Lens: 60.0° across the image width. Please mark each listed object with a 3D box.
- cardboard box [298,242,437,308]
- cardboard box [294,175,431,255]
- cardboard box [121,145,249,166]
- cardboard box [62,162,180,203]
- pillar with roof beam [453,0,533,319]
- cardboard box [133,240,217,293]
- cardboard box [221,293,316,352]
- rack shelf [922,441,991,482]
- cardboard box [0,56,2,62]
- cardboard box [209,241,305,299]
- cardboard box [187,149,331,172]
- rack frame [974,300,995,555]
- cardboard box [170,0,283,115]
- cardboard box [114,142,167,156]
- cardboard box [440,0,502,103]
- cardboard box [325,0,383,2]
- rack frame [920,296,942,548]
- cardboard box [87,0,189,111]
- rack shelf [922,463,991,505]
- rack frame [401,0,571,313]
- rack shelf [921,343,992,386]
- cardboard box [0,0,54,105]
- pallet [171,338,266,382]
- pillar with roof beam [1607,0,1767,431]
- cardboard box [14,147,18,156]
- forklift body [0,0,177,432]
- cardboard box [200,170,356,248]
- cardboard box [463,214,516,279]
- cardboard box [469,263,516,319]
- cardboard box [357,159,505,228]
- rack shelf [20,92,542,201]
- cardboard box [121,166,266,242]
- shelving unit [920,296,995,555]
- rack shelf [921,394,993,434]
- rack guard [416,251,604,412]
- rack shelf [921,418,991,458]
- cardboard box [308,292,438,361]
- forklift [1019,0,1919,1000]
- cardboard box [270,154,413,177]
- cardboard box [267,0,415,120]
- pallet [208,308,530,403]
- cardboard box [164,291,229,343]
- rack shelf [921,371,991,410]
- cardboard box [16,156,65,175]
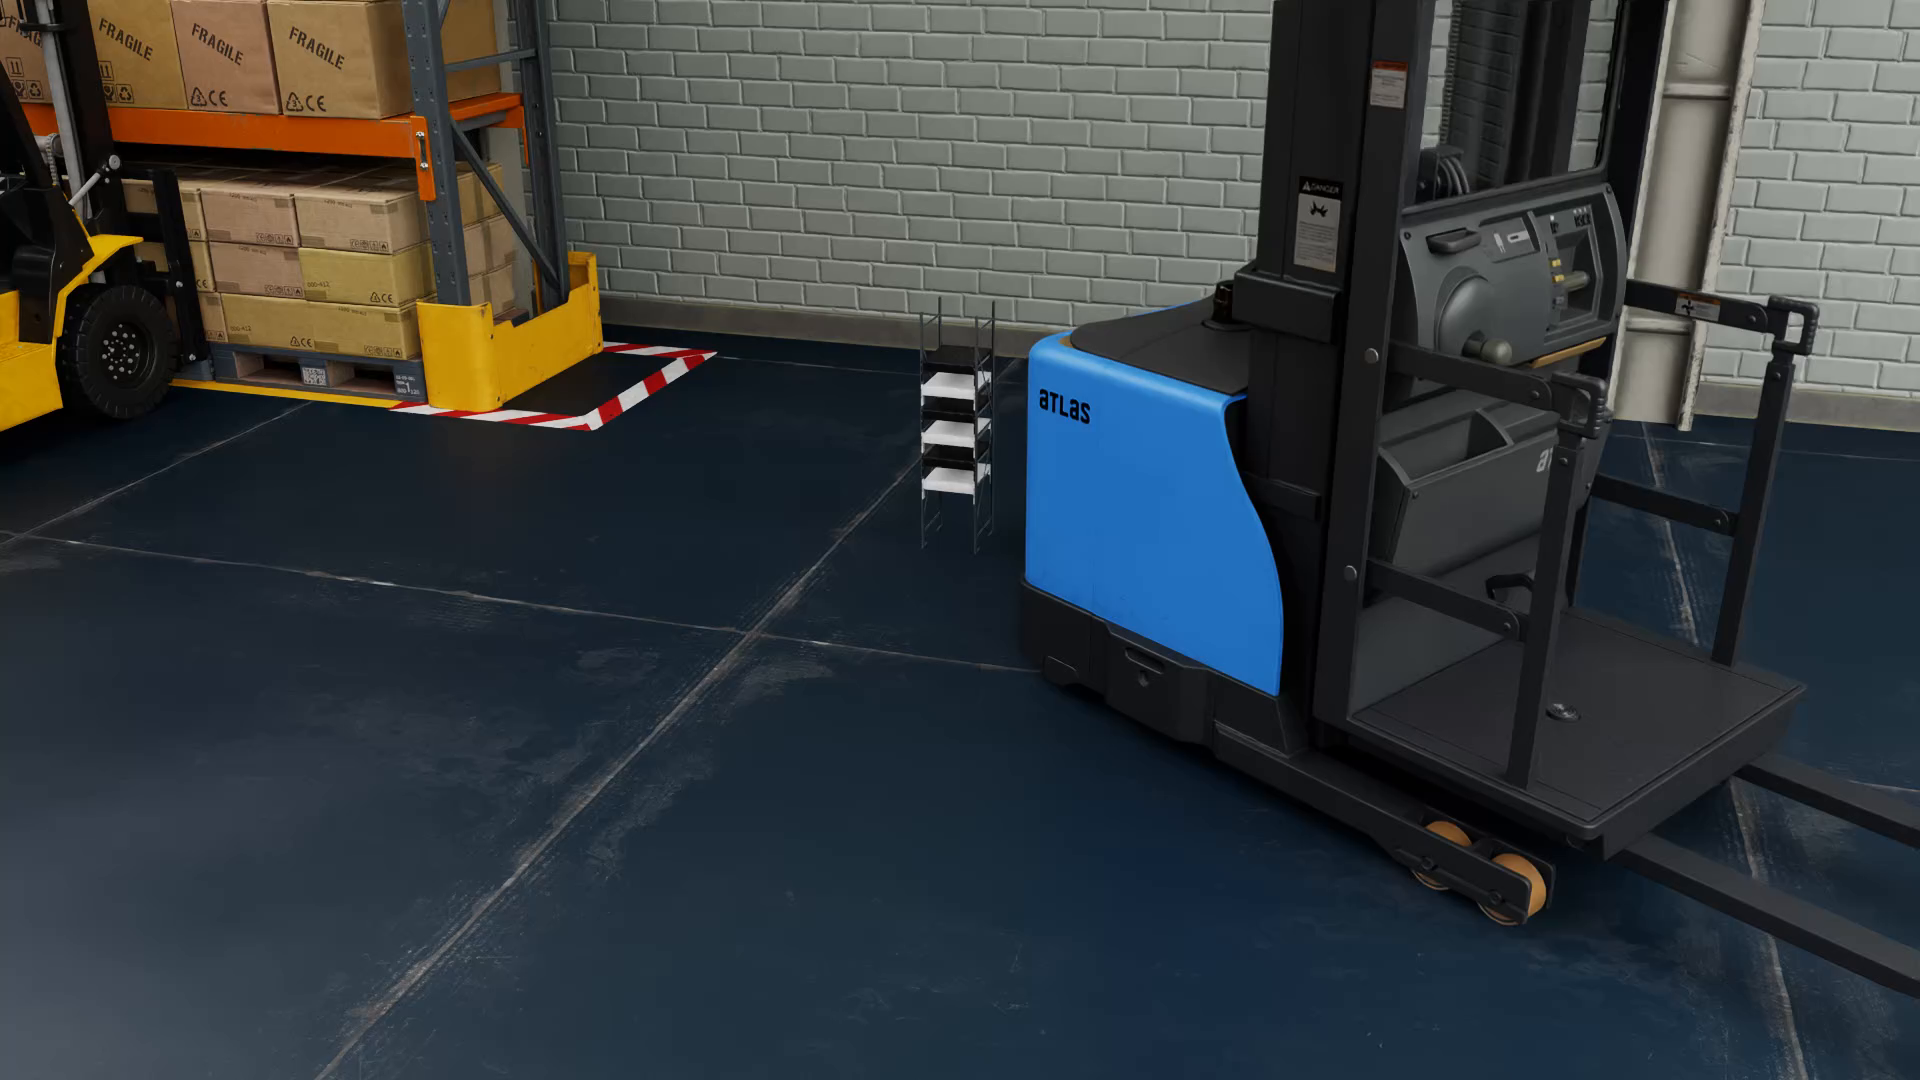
[{"bbox_3d":[-2.761,-1.300,7.899,0.500,0.250,0.500,6,23,15],"label":"cardboard box"},{"bbox_3d":[-2.736,-1.529,7.798,0.500,0.250,0.500,7,23,17],"label":"cardboard box"},{"bbox_3d":[-4.054,-1.884,8.663,0.500,0.250,0.500,6,23,14],"label":"cardboard box"},{"bbox_3d":[-4.195,-1.693,8.197,0.500,0.250,0.500,6,23,14],"label":"cardboard box"},{"bbox_3d":[-3.855,-3.822,3.731,0.400,9.000,9.100,7,23,16],"label":"pillar with roof beam"},{"bbox_3d":[-3.738,-1.408,8.162,0.500,0.250,0.500,6,23,14],"label":"cardboard box"},{"bbox_3d":[-3.219,-1.124,8.128,0.500,0.250,0.500,7,23,15],"label":"cardboard box"},{"bbox_3d":[-0.008,-0.303,6.148,0.200,0.077,0.258,7,23,16],"label":"rack shelf"},{"bbox_3d":[-4.696,-2.442,8.140,0.500,0.500,0.500,6,23,15],"label":"cardboard box"},{"bbox_3d":[-3.238,-1.359,8.042,0.500,0.250,0.500,6,23,15],"label":"cardboard box"},{"bbox_3d":[-3.565,-1.826,8.520,0.500,0.250,0.500,6,23,15],"label":"cardboard box"},{"bbox_3d":[0.090,-0.406,6.074,0.006,0.900,0.240,7,23,16],"label":"rack frame"},{"bbox_3d":[-3.246,-2.272,7.725,0.500,0.500,0.500,7,23,17],"label":"cardboard box"},{"bbox_3d":[-4.537,-1.936,8.790,0.500,0.250,0.500,7,23,16],"label":"cardboard box"},{"bbox_3d":[-2.599,-2.409,8.058,0.500,0.500,0.500,7,23,17],"label":"cardboard box"},{"bbox_3d":[-2.618,-2.490,7.401,0.250,0.149,0.380,7,23,16],"label":"cardboard box"},{"bbox_3d":[-0.105,-0.428,6.129,0.006,0.900,0.240,7,23,16],"label":"rack frame"},{"bbox_3d":[-3.737,-2.328,7.862,0.500,0.500,0.500,6,23,14],"label":"cardboard box"},{"bbox_3d":[-0.008,-0.220,6.182,0.200,0.077,0.258,7,23,16],"label":"rack shelf"},{"bbox_3d":[-2.205,-2.207,7.698,0.127,3.000,1.000,7,23,16],"label":"rack frame"},{"bbox_3d":[-0.008,-0.636,6.012,0.200,0.077,0.258,7,23,16],"label":"rack shelf"},{"bbox_3d":[-4.221,-2.379,7.987,0.500,0.500,0.500,7,23,16],"label":"cardboard box"},{"bbox_3d":[-4.113,-1.120,8.723,1.213,0.211,1.003,7,23,15],"label":"pallet"},{"bbox_3d":[1.890,-3.165,2.128,0.400,9.000,9.100,7,23,16],"label":"pillar with roof beam"},{"bbox_3d":[-5.018,-1.997,8.938,0.500,0.250,0.500,6,23,15],"label":"cardboard box"},{"bbox_3d":[-4.547,-1.360,6.750,1.214,2.155,2.313,7,23,16],"label":"forklift body"},{"bbox_3d":[-3.226,-1.583,7.929,0.500,0.250,0.500,7,23,16],"label":"cardboard box"},{"bbox_3d":[-2.595,-1.488,8.355,0.500,0.250,0.500,7,23,16],"label":"cardboard box"},{"bbox_3d":[-2.619,-1.254,8.445,0.500,0.250,0.500,7,23,16],"label":"cardboard box"},{"bbox_3d":[-2.610,-1.713,8.247,0.500,0.250,0.500,6,23,15],"label":"cardboard box"},{"bbox_3d":[-4.120,-2.094,8.369,4.000,0.370,1.077,7,23,16],"label":"rack shelf"},{"bbox_3d":[-3.712,-1.635,8.055,0.500,0.250,0.500,7,23,16],"label":"cardboard box"},{"bbox_3d":[-0.008,-0.417,6.101,0.210,0.900,0.258,7,23,16],"label":"shelving unit"},{"bbox_3d":[-0.008,-0.470,6.080,0.200,0.077,0.258,7,23,16],"label":"rack shelf"},{"bbox_3d":[-2.182,-1.048,8.166,0.348,0.500,1.175,7,23,16],"label":"rack guard"},{"bbox_3d":[-0.008,-0.386,6.114,0.200,0.077,0.258,7,23,16],"label":"rack shelf"},{"bbox_3d":[-2.746,-1.066,7.986,0.500,0.250,0.500,7,23,16],"label":"cardboard box"},{"bbox_3d":[1.523,-0.645,3.981,1.130,2.935,3.031,-18,28,-37],"label":"forklift"},{"bbox_3d":[-3.090,-1.767,8.377,0.500,0.250,0.500,7,23,16],"label":"cardboard box"},{"bbox_3d":[-2.752,-2.212,7.578,0.500,0.500,0.500,6,23,14],"label":"cardboard box"},{"bbox_3d":[-2.949,-0.986,8.395,1.213,0.211,1.003,7,23,16],"label":"pallet"},{"bbox_3d":[-3.696,-1.182,8.269,0.500,0.250,0.500,7,23,16],"label":"cardboard box"},{"bbox_3d":[-0.008,-0.553,6.046,0.200,0.077,0.258,7,23,16],"label":"rack shelf"},{"bbox_3d":[-4.696,-1.753,8.344,0.500,0.250,0.500,7,23,17],"label":"cardboard box"}]
